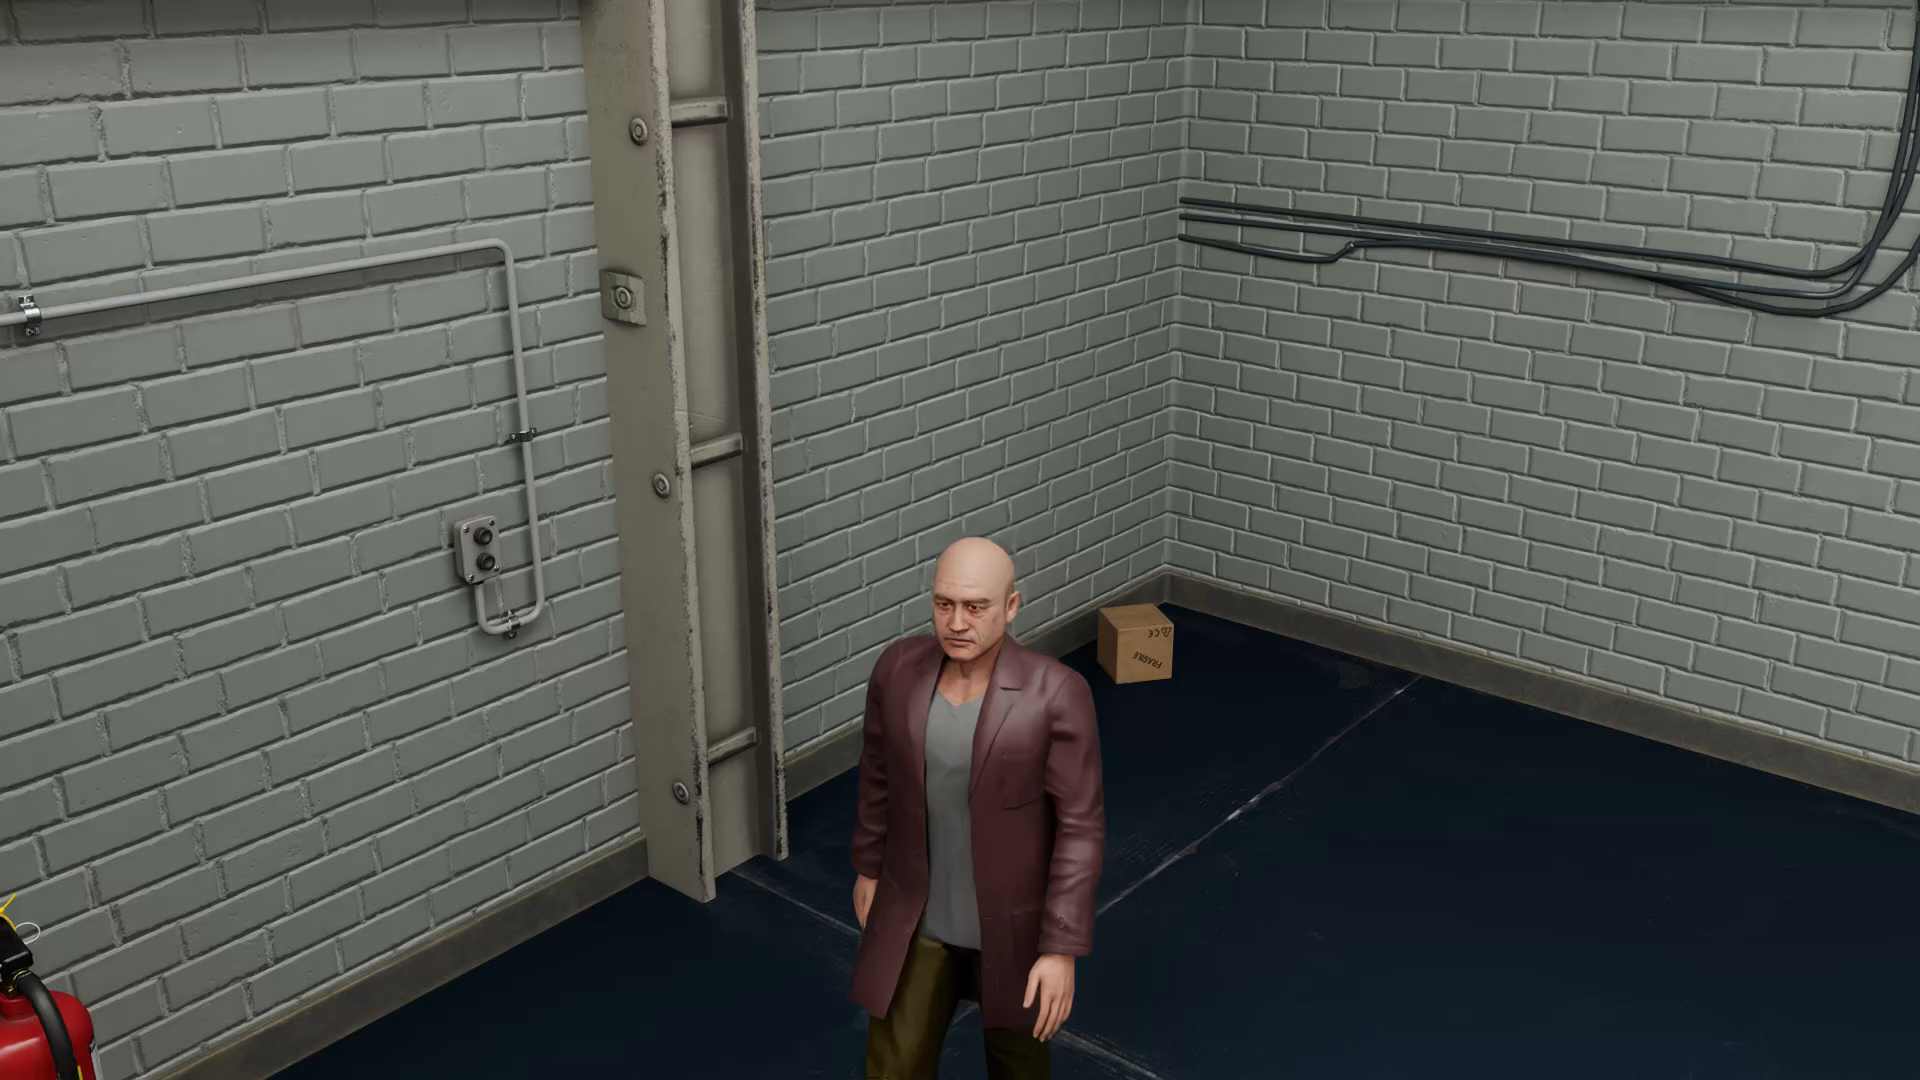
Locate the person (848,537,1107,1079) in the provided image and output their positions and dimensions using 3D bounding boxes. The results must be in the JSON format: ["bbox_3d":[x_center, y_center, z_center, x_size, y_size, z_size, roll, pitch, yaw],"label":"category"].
[{"bbox_3d":[0.000,0.871,3.700,0.644,1.810,0.839,6,21,17],"label":"person"}]
